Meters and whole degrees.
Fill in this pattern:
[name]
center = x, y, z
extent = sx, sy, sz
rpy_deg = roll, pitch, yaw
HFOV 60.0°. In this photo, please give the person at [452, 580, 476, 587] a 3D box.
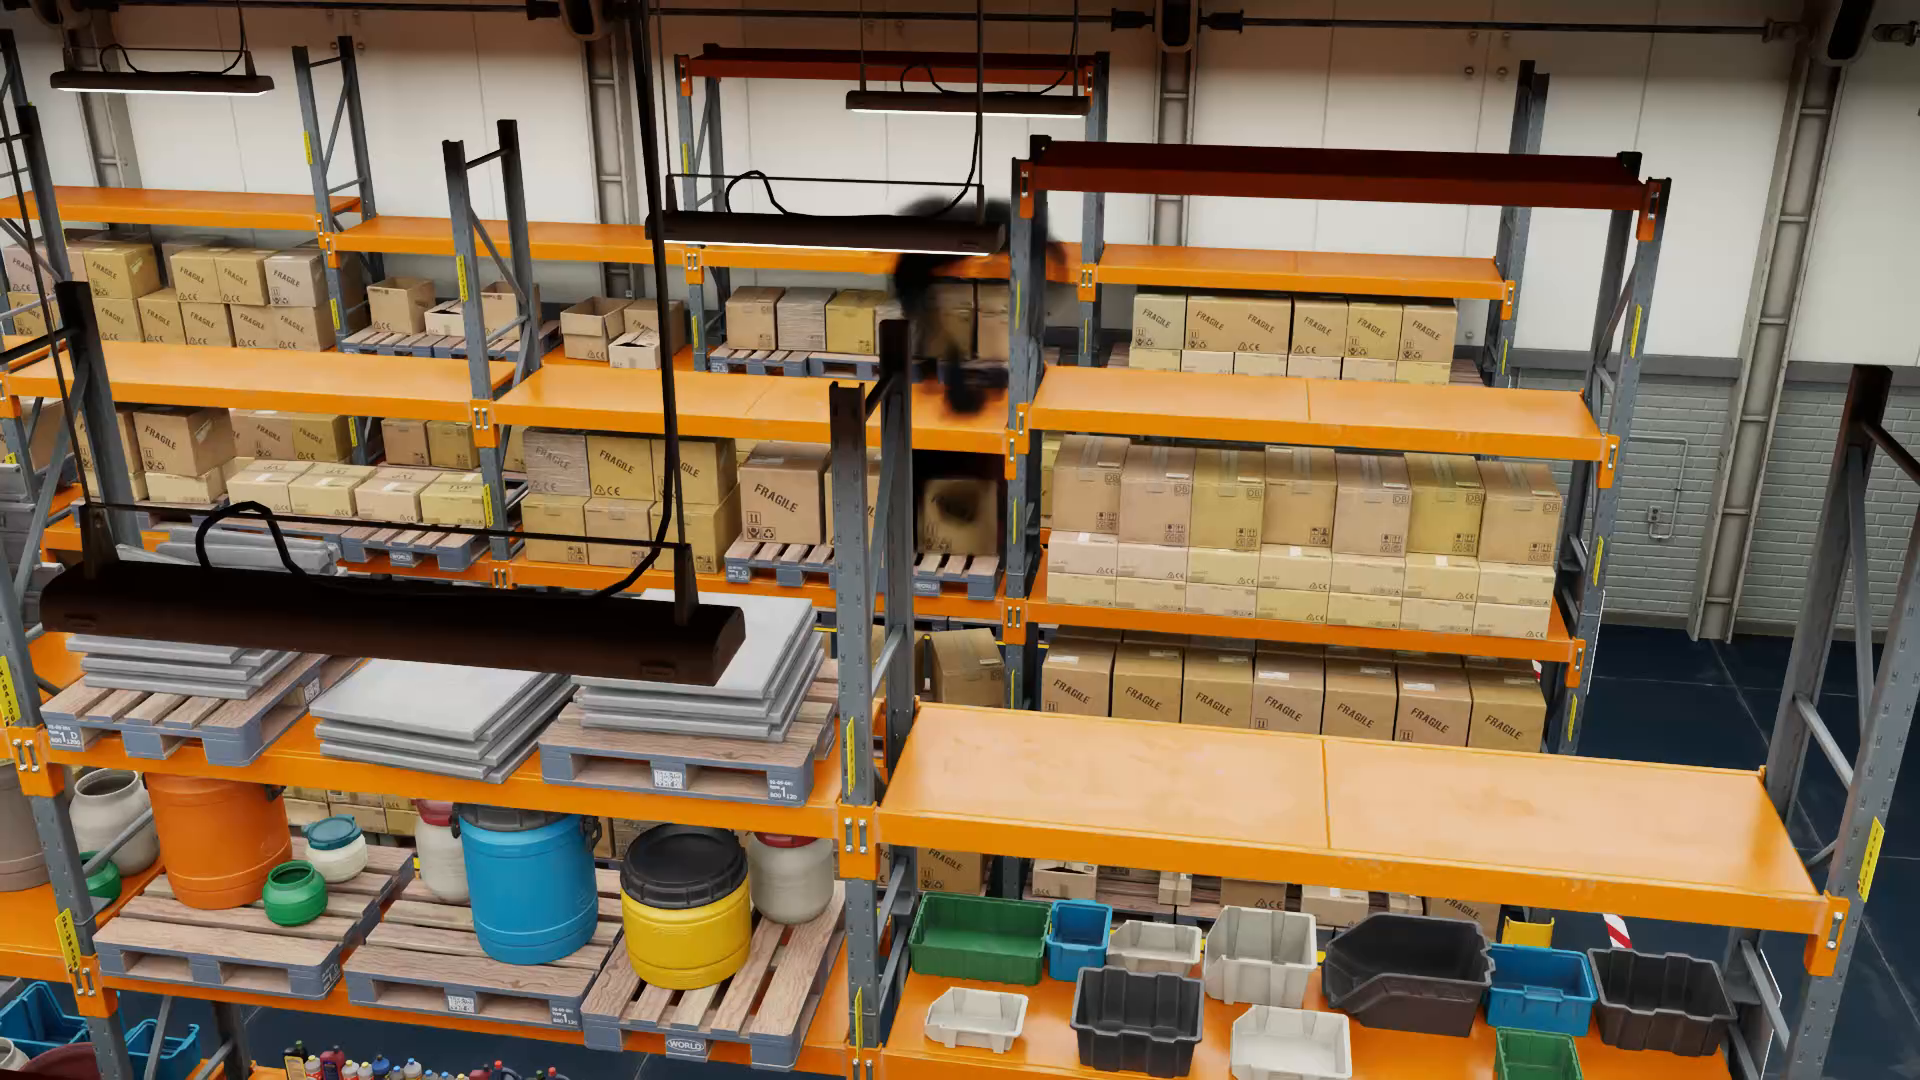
[person]
center = -4.455, 1.145, 15.548
extent = 0.811, 1.601, 0.592
rpy_deg = 5, 24, 12
